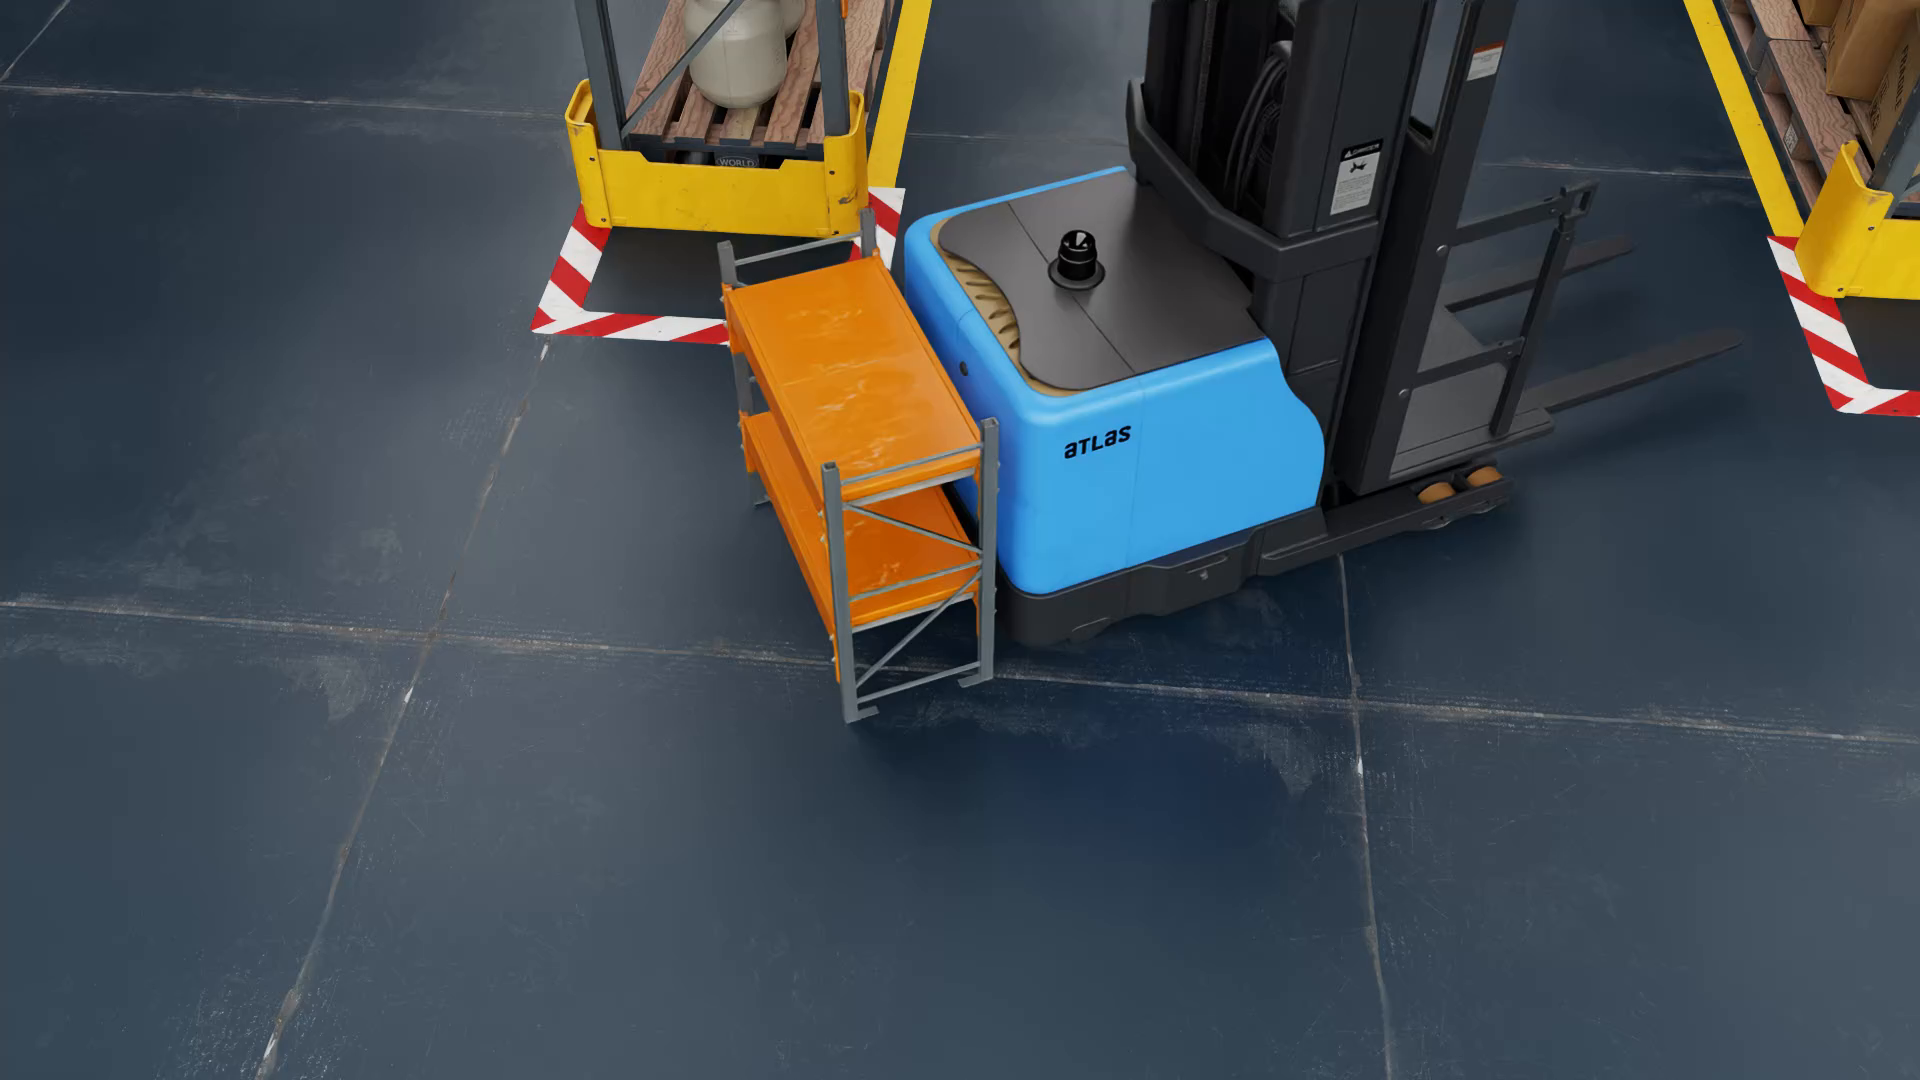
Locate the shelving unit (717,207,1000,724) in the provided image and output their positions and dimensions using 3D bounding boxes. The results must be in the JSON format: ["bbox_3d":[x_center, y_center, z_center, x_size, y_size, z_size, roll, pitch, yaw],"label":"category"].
[{"bbox_3d":[-0.316,-0.229,5.197,0.538,1.125,1.048,-16,50,-14],"label":"shelving unit"}]

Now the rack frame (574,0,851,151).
[{"bbox_3d":[-0.940,-2.352,5.868,1.000,3.000,0.127,4,48,4],"label":"rack frame"}]

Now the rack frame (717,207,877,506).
[{"bbox_3d":[-0.501,-0.578,5.516,0.500,1.125,0.032,-16,50,-14],"label":"rack frame"}]

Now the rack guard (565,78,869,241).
[{"bbox_3d":[-0.980,-1.567,6.845,1.175,0.500,0.348,4,48,4],"label":"rack guard"}]

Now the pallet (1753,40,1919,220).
[{"bbox_3d":[4.108,-1.728,7.187,1.003,0.211,1.213,4,48,4],"label":"pallet"}]

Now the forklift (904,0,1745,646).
[{"bbox_3d":[1.375,-1.369,5.016,3.031,2.935,1.130,-18,50,-15],"label":"forklift"}]

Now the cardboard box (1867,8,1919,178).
[{"bbox_3d":[4.066,-1.775,6.750,0.500,0.500,0.500,12,49,11],"label":"cardboard box"}]

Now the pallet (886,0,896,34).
[{"bbox_3d":[-0.787,-2.960,8.315,1.003,0.211,1.213,4,48,4],"label":"pallet"}]

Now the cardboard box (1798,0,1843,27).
[{"bbox_3d":[4.162,-2.675,7.573,0.500,0.500,0.500,8,48,7],"label":"cardboard box"}]

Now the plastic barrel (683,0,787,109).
[{"bbox_3d":[-0.956,-2.143,7.078,0.421,0.512,0.421,0,48,0],"label":"plastic barrel"}]

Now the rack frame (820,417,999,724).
[{"bbox_3d":[-0.132,0.121,4.877,0.500,1.125,0.032,-16,50,-14],"label":"rack frame"}]

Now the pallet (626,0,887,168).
[{"bbox_3d":[-0.901,-2.066,7.497,1.003,0.211,1.213,4,48,4],"label":"pallet"}]

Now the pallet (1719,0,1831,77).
[{"bbox_3d":[4.222,-2.622,8.005,1.003,0.211,1.213,4,48,4],"label":"pallet"}]

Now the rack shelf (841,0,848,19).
[{"bbox_3d":[-0.758,-3.579,7.478,1.077,0.370,4.000,4,48,4],"label":"rack shelf"}]

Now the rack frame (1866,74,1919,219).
[{"bbox_3d":[3.992,-2.019,5.564,1.000,3.000,0.127,4,48,4],"label":"rack frame"}]

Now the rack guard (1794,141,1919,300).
[{"bbox_3d":[3.999,-1.231,6.537,1.175,0.500,0.348,4,48,4],"label":"rack guard"}]

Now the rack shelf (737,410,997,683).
[{"bbox_3d":[-0.316,-0.064,5.377,0.538,0.278,1.000,-16,50,-14],"label":"rack shelf"}]

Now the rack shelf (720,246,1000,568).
[{"bbox_3d":[-0.317,-0.426,4.981,0.538,0.278,1.000,-16,50,-14],"label":"rack shelf"}]

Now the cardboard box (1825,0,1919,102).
[{"bbox_3d":[4.086,-2.216,7.154,0.500,0.500,0.500,15,49,14],"label":"cardboard box"}]

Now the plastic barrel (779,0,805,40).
[{"bbox_3d":[-0.911,-2.511,7.415,0.421,0.512,0.421,0,48,0],"label":"plastic barrel"}]
